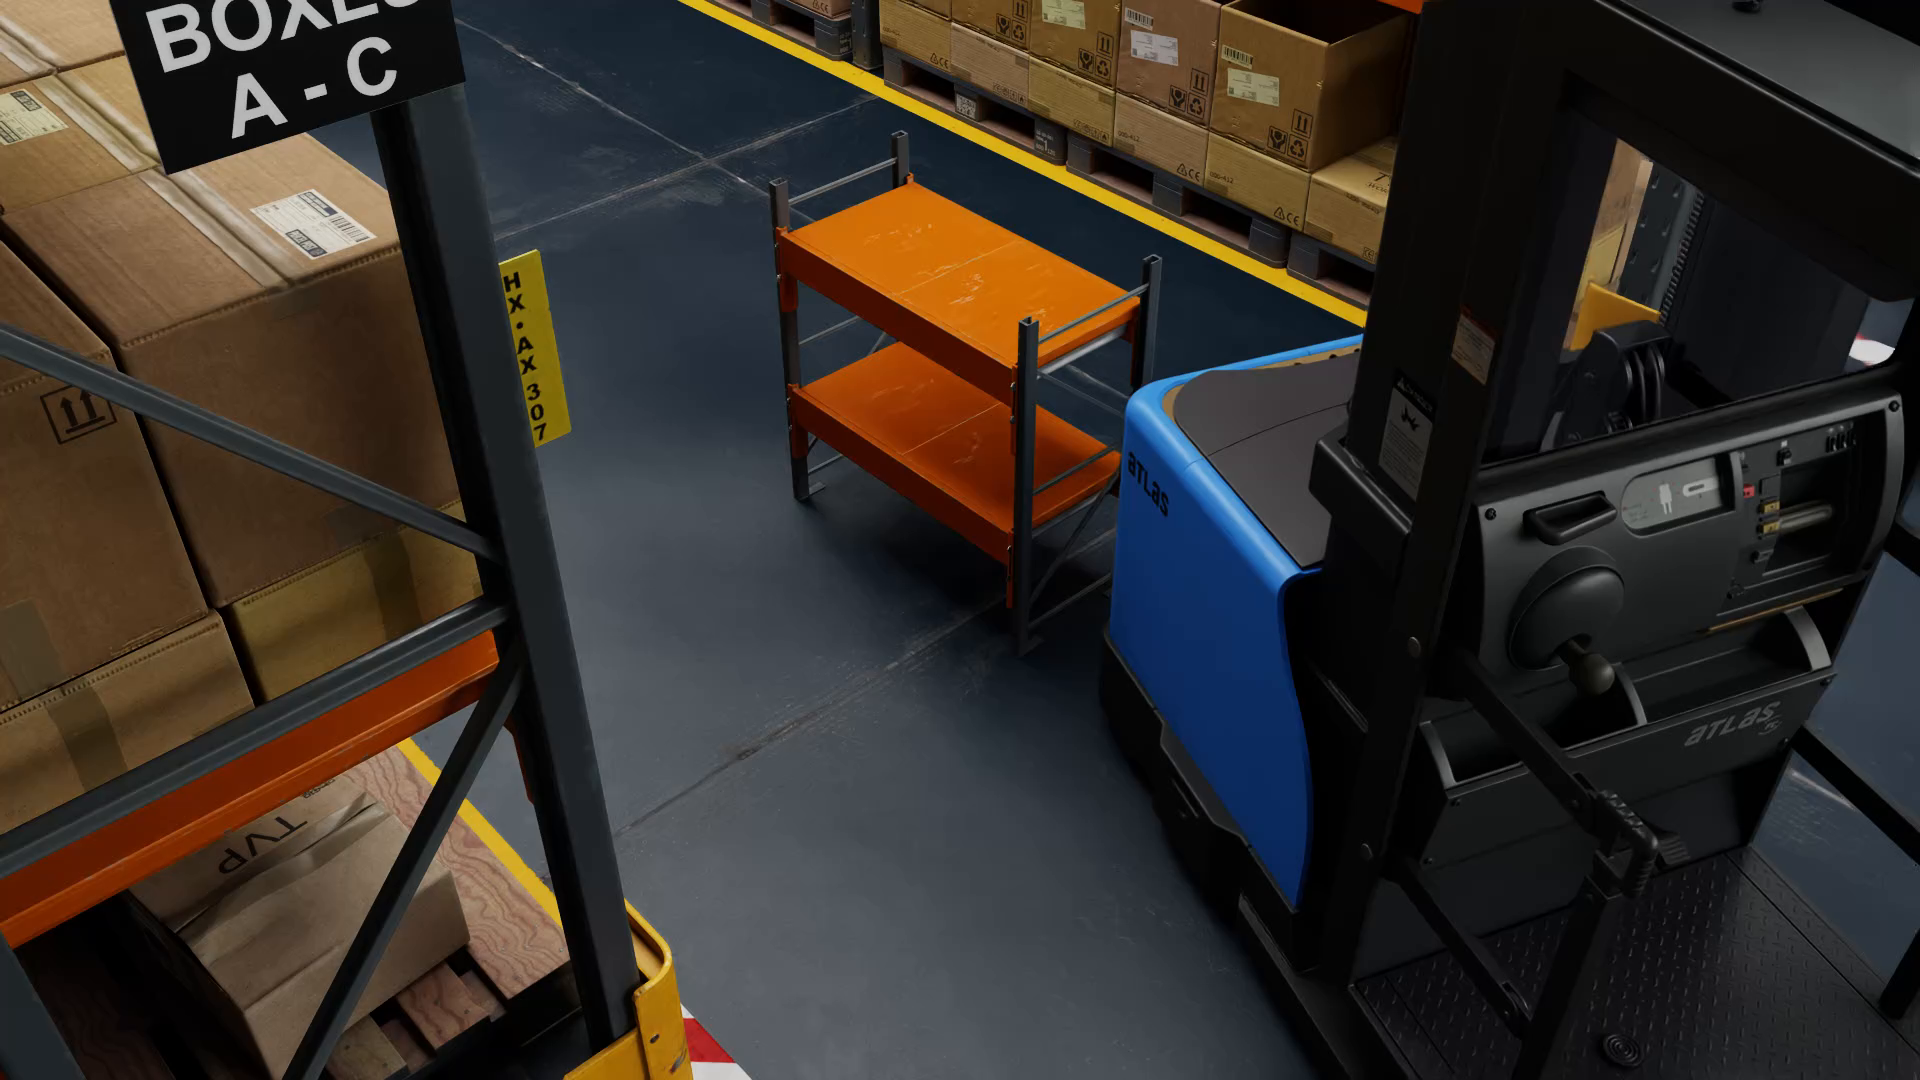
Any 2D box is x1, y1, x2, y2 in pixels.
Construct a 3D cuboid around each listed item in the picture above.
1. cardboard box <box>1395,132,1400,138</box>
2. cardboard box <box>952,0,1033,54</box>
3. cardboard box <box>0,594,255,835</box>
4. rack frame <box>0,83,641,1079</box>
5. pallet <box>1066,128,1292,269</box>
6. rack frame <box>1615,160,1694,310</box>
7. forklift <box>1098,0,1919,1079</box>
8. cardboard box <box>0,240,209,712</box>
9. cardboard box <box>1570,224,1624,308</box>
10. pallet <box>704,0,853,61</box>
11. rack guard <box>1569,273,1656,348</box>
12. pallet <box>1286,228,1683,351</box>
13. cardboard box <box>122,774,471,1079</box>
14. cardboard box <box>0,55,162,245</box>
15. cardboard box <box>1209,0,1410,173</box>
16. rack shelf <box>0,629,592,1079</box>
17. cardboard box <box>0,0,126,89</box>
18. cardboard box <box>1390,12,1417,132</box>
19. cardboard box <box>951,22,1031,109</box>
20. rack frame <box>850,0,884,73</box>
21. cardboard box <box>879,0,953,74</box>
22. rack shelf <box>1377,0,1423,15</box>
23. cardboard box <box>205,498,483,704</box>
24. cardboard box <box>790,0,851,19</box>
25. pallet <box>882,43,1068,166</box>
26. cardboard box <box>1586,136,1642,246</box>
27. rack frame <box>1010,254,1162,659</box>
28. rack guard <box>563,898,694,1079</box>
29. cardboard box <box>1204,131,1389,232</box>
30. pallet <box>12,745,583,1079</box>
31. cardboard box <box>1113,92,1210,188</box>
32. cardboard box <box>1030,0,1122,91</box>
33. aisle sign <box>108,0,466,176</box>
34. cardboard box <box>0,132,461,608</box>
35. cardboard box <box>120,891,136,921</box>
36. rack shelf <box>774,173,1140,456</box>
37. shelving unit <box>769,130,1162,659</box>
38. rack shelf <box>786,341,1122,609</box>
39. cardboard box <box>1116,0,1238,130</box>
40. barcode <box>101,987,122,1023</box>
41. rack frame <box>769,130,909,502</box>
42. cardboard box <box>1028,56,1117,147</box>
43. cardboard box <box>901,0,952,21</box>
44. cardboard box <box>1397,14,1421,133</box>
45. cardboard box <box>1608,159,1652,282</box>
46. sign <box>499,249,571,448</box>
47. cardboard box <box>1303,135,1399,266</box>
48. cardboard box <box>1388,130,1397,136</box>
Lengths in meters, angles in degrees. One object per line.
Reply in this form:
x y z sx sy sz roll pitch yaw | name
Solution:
2.051 -1.485 6.556 0.500 0.250 0.500 -30 48 -32 | cardboard box
0.312 -2.480 7.190 0.500 0.500 0.500 -30 48 -32 | cardboard box
-1.515 0.205 2.713 0.500 0.250 0.500 -29 47 -31 | cardboard box
-1.056 0.288 2.506 1.000 3.000 0.127 -30 48 -32 | rack frame
1.221 -1.635 7.106 1.003 0.211 1.213 -30 48 -32 | pallet
2.590 -1.819 5.115 1.000 3.000 0.127 -30 48 -32 | rack frame
1.393 0.075 2.824 1.130 2.935 3.031 -14 41 -17 | forklift
-1.531 -0.081 2.470 0.500 0.500 0.500 -31 48 -32 | cardboard box
2.010 -1.035 5.999 0.500 0.250 0.500 -30 48 -32 | cardboard box
-0.642 -2.910 8.685 1.003 0.211 1.213 -30 48 -32 | pallet
2.607 -0.835 5.886 1.175 0.500 0.348 -30 48 -32 | rack guard
2.042 -1.070 6.407 1.003 0.211 1.213 -30 48 -32 | pallet
-1.458 0.804 3.657 0.500 0.311 0.500 29 47 31 | cardboard box
-1.484 -0.535 3.032 0.500 0.500 0.500 -30 48 -32 | cardboard box
1.321 -1.783 6.327 0.500 0.500 0.500 -30 48 -32 | cardboard box
-2.409 -0.358 3.878 1.077 0.370 4.000 -30 48 -32 | rack shelf
-1.829 -0.777 3.331 0.500 0.500 0.500 -32 49 -33 | cardboard box
1.704 -2.004 6.601 0.500 0.500 0.500 -30 48 -32 | cardboard box
0.310 -2.187 7.424 0.500 0.250 0.500 -30 48 -32 | cardboard box
-0.115 -3.670 7.407 1.000 3.000 0.127 -30 48 -32 | rack frame
-0.025 -2.420 7.714 0.500 0.250 0.500 -30 48 -32 | cardboard box
1.238 -2.465 6.487 1.077 0.370 4.000 -30 48 -32 | rack shelf
-1.152 -0.022 2.994 0.500 0.250 0.500 -31 48 -33 | cardboard box
-0.609 -2.833 8.224 0.500 0.250 0.500 -30 48 -32 | cardboard box
0.392 -2.200 7.805 1.003 0.211 1.213 -30 48 -32 | pallet
2.008 -1.326 5.762 0.500 0.500 0.500 -30 48 -32 | cardboard box
0.339 -0.205 4.609 0.500 1.125 0.032 -30 48 -32 | rack frame
-1.107 1.225 3.335 1.175 0.500 0.348 -30 48 -32 | rack guard
1.324 -1.492 6.564 0.500 0.250 0.500 -30 48 -32 | cardboard box
-1.631 0.947 3.910 1.003 0.211 1.213 -30 48 -32 | pallet
0.987 -1.724 6.852 0.500 0.250 0.500 -30 48 -32 | cardboard box
0.644 -2.245 6.900 0.500 0.500 0.500 -30 48 -32 | cardboard box
-0.786 -0.818 1.806 0.394 0.787 0.004 -30 48 -32 | aisle sign
-1.157 -0.302 2.743 0.500 0.500 0.500 -30 48 -32 | cardboard box
-1.843 0.540 3.983 0.500 0.311 0.500 -26 46 -28 | cardboard box
-0.005 -0.668 4.717 0.538 0.278 1.000 -30 48 -32 | rack shelf
-0.005 -0.441 4.900 0.538 1.125 1.048 -30 48 -32 | shelving unit
-0.005 -0.251 5.054 0.538 0.278 1.000 -30 48 -32 | rack shelf
0.984 -2.015 6.614 0.500 0.500 0.500 -30 48 -32 | cardboard box
-1.765 0.962 3.454 0.001 0.075 0.075 -30 48 -32 | barcode
-0.348 -0.676 5.192 0.500 1.125 0.032 -30 48 -32 | rack frame
0.644 -1.953 7.135 0.500 0.250 0.500 -30 48 -32 | cardboard box
-0.032 -2.708 7.473 0.500 0.500 0.500 -30 48 -32 | cardboard box
2.052 -1.778 6.321 0.500 0.500 0.500 -30 48 -32 | cardboard box
2.392 -1.255 6.271 0.500 0.250 0.500 -30 48 -32 | cardboard box
-0.656 -0.280 2.520 0.100 0.325 0.005 -30 48 -32 | sign
1.663 -1.262 6.279 0.500 0.250 0.500 -30 48 -32 | cardboard box
1.713 -1.717 6.842 0.500 0.250 0.500 -30 48 -32 | cardboard box
